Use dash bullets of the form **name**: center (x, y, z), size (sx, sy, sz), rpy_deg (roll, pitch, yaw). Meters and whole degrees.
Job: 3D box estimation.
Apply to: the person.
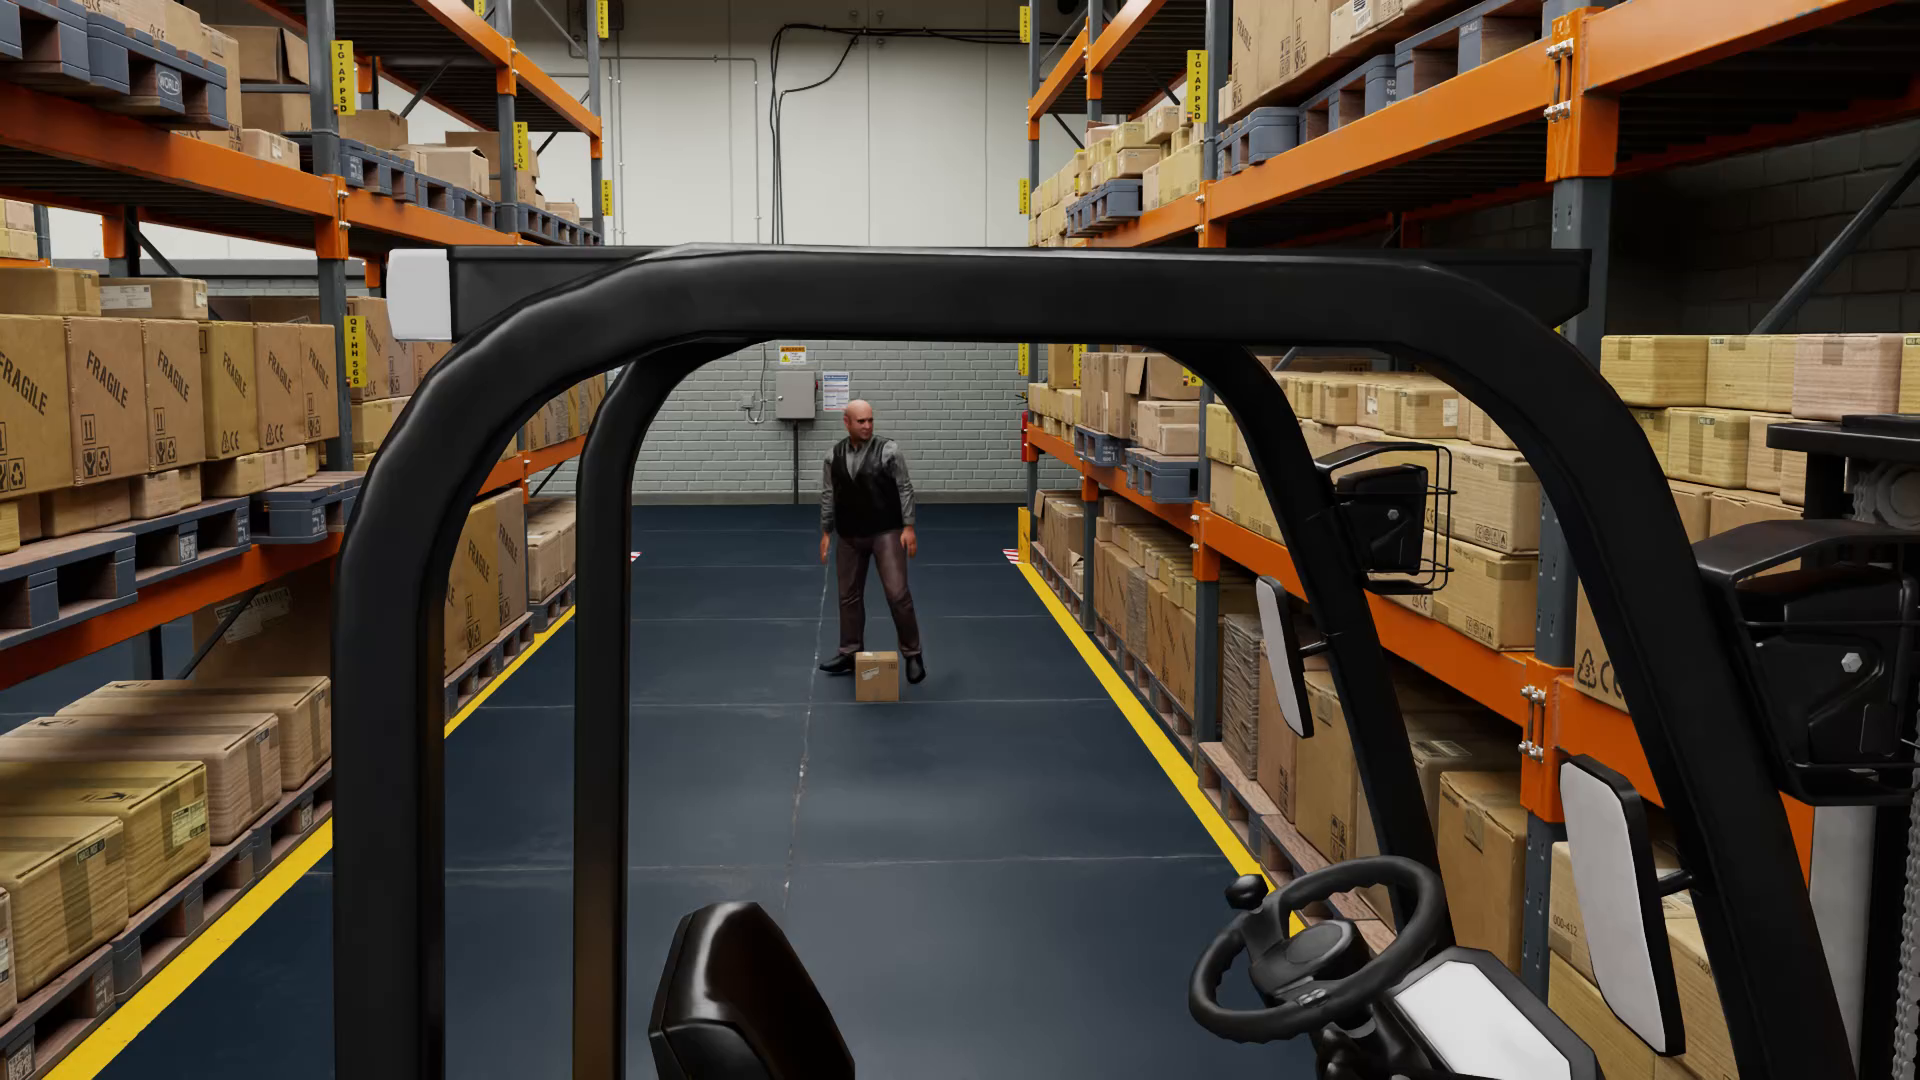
- **person**: center (-0.532, -0.004, 10.282), size (0.719, 1.723, 0.375), rpy_deg (3, 7, 24)
